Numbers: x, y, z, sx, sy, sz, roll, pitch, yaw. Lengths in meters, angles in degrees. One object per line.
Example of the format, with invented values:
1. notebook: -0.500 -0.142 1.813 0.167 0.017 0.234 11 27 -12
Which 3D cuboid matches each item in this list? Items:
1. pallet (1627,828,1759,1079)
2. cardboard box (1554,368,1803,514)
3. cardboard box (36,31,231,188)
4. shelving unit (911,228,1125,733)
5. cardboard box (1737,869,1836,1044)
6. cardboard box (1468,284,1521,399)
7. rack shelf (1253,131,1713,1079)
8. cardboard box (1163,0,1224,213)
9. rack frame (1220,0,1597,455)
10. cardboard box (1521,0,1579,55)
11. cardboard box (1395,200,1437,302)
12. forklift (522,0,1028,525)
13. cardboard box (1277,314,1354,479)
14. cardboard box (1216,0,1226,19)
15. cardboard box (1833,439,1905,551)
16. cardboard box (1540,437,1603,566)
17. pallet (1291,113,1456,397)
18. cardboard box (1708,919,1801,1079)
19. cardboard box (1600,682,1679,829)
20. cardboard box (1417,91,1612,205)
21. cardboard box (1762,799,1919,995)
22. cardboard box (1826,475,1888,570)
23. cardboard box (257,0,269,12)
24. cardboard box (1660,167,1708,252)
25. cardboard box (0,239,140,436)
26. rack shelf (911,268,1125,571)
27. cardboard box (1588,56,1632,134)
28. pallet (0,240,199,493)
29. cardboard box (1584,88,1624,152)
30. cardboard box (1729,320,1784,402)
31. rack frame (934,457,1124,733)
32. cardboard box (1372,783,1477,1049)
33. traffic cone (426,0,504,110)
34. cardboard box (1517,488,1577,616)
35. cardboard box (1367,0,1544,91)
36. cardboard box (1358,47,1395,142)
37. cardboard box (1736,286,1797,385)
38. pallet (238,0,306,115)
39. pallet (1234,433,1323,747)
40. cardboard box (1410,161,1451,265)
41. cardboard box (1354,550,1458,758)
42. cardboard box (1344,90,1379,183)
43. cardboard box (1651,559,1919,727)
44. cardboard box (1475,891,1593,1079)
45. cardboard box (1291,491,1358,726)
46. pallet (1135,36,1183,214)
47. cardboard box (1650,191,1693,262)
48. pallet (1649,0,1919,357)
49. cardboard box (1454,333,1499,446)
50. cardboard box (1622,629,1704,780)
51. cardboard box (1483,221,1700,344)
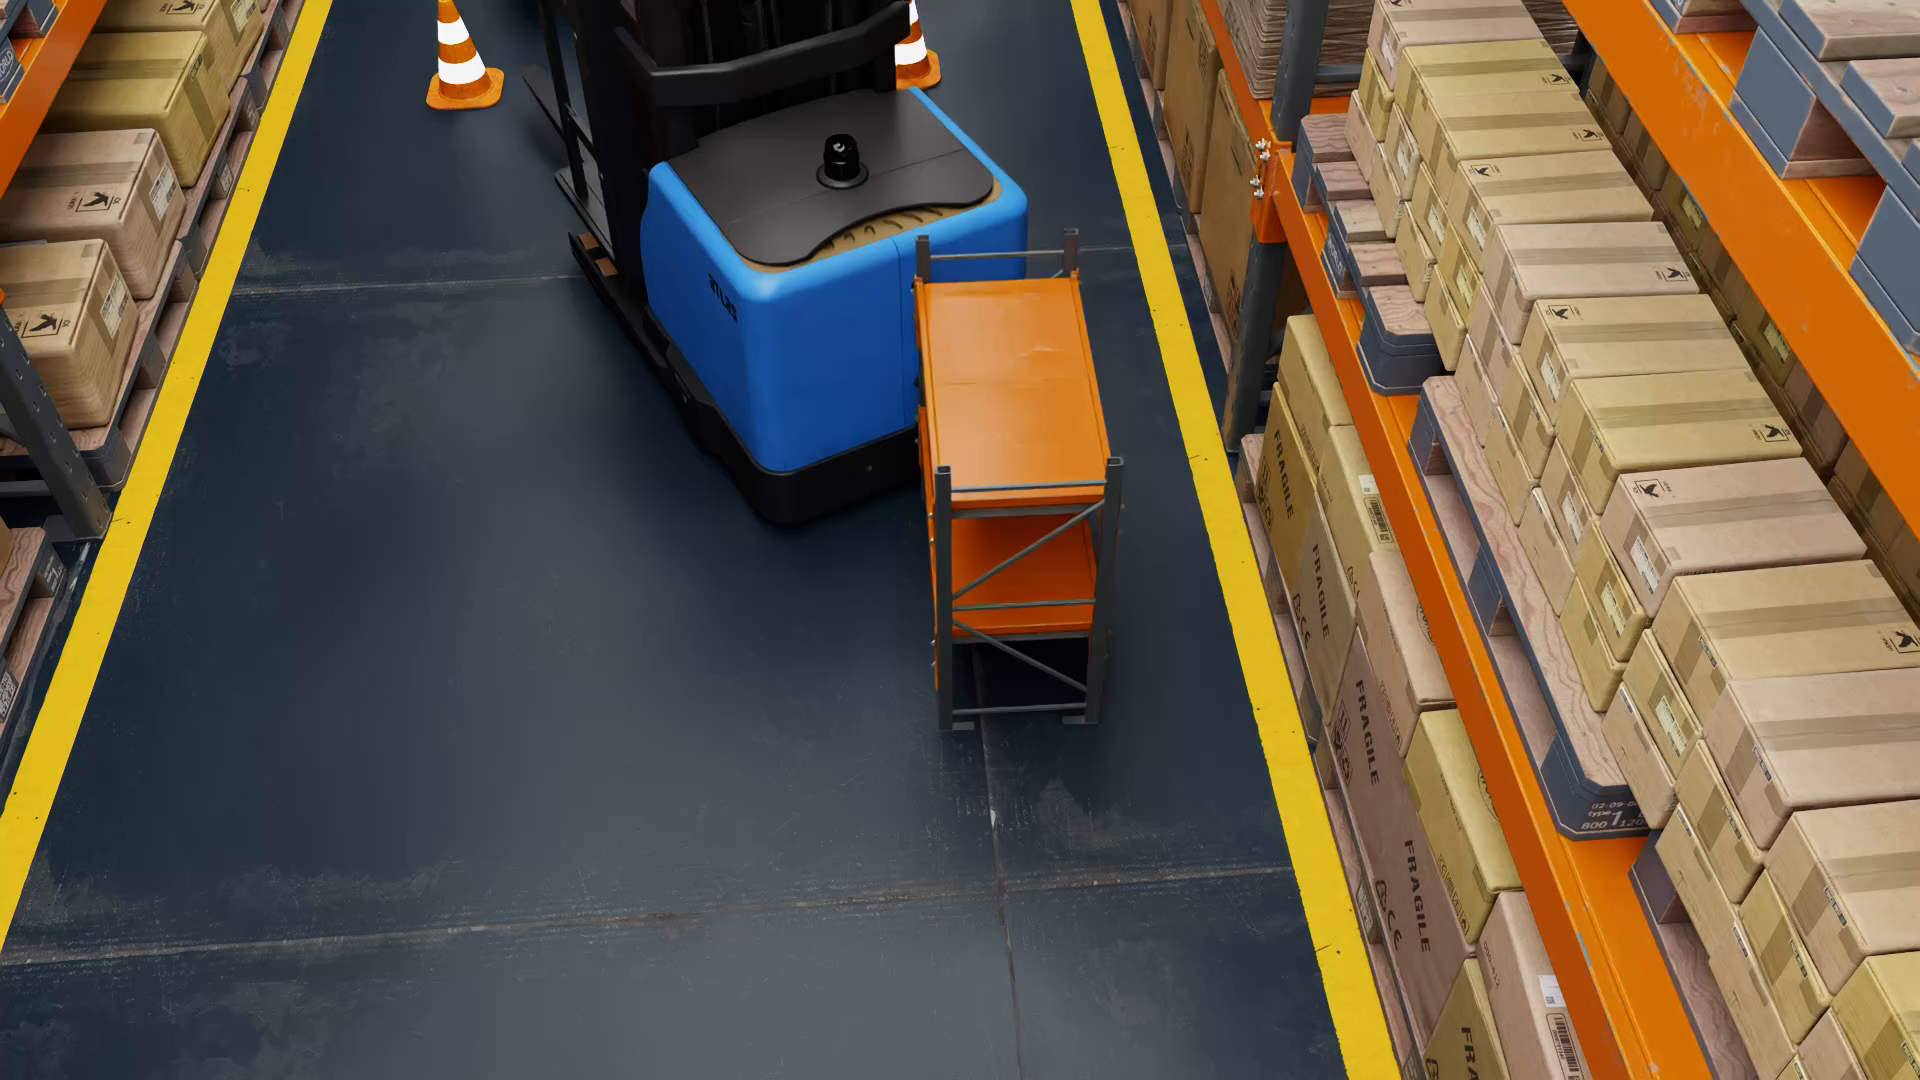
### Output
1. pallet: 1.880 0.982 2.886 1.003 0.211 1.213 -3 47 -3
2. cardboard box: 1.438 -0.201 3.349 0.380 0.149 0.250 -4 47 -4
3. cardboard box: -3.626 -1.775 6.886 0.950 0.372 0.625 -2 47 -2
4. shelving unit: 0.148 -0.178 5.144 0.538 1.125 1.048 -3 47 -3
5. cardboard box: 1.527 0.671 2.727 0.380 0.149 0.250 -2 47 -2
6. cardboard box: 1.396 -0.463 3.801 0.380 0.149 0.250 -3 47 -3
7. rack shelf: 1.631 0.278 3.916 1.077 0.370 4.000 -3 47 -3
8. cardboard box: 1.426 -1.865 6.711 1.050 0.750 0.750 -3 47 -3
9. rack frame: 1.464 -1.416 5.025 1.000 3.000 0.127 -3 47 -3
10. cardboard box: 1.695 -1.792 5.312 0.500 0.500 0.500 -3 47 -3
11. cardboard box: 1.345 -0.749 4.277 0.380 0.149 0.250 -1 47 -1
12. forklift: -0.925 -2.126 5.745 1.130 2.935 3.031 -22 50 -20
13. cardboard box: 1.280 -0.445 5.022 0.500 0.250 0.500 -5 47 -5
14. cardboard box: 1.118 -2.121 5.624 0.500 0.500 0.500 -3 47 -3
15. cardboard box: 2.091 -0.127 3.483 0.380 0.149 0.250 -4 47 -4
16. cardboard box: 1.440 -0.088 3.446 0.380 0.149 0.250 -2 47 -2
17. pallet: 1.629 -0.841 4.613 1.213 0.211 1.003 -3 47 -3
18. cardboard box: 1.527 0.776 2.833 0.380 0.149 0.250 -4 47 -3
19. cardboard box: 1.477 0.394 3.195 0.380 0.149 0.250 -5 47 -5
20. cardboard box: 1.351 -0.961 4.068 0.380 0.149 0.250 -4 47 -4
21. cardboard box: 1.527 0.555 2.632 0.380 0.149 0.250 -5 47 -5
22. cardboard box: 2.091 -0.020 3.587 0.380 0.149 0.250 -5 47 -5
23. cardboard box: -3.749 -2.798 7.854 0.950 0.372 0.625 -3 47 -3
24. cardboard box: 2.007 -0.864 4.181 0.380 0.149 0.250 -2 47 -2
25. cardboard box: -3.498 -0.693 5.861 0.950 0.372 0.625 -6 47 -6
26. rack shelf: 0.148 -0.380 4.932 0.538 0.278 1.000 -3 47 -3
27. cardboard box: 1.959 -1.247 4.544 0.380 0.149 0.250 -3 47 -2
28. pallet: -3.524 -0.649 6.219 1.003 0.211 1.213 -3 47 -3
29. cardboard box: 1.963 -1.145 4.653 0.380 0.149 0.250 -3 47 -3
30. cardboard box: 2.045 -0.404 3.951 0.380 0.149 0.250 -5 47 -5
31. rack frame: 0.183 0.190 4.796 0.500 1.125 0.032 -3 47 -3
32. cardboard box: 1.404 0.930 4.236 0.500 0.500 0.500 -4 47 -4
33. traffic cone: -2.296 -2.252 7.564 0.336 0.463 0.334 -3 47 -3
34. cardboard box: 1.433 0.009 3.559 0.380 0.149 0.250 -5 47 -5
35. cardboard box: 1.310 -1.330 4.417 0.380 0.149 0.250 -3 47 -3
36. cardboard box: 1.304 -1.215 4.513 0.380 0.149 0.250 -2 47 -2
37. cardboard box: 2.046 -0.502 3.839 0.380 0.149 0.250 -4 47 -4
38. pallet: -3.729 -2.414 7.891 1.003 0.211 1.213 -3 47 -3
39. pallet: 1.528 0.108 5.502 1.003 0.211 1.213 -3 47 -3
40. cardboard box: 1.354 -0.826 4.145 0.380 0.149 0.250 -5 47 -5
41. cardboard box: 1.351 0.280 4.334 0.500 0.250 0.500 -3 47 -3
42. cardboard box: 1.300 -1.138 4.646 0.380 0.149 0.250 -4 47 -4
43. cardboard box: 1.488 0.187 2.981 0.380 0.149 0.250 -5 47 -5
44. cardboard box: 1.454 1.039 3.616 0.500 0.250 0.500 -1 47 -1
45. cardboard box: 1.314 0.190 4.937 0.500 0.500 0.500 -3 47 -3
46. pallet: 1.374 -1.913 7.416 1.003 0.211 1.213 -3 47 -3
47. cardboard box: 2.004 -0.779 4.306 0.380 0.149 0.250 -3 47 -3
48. pallet: 1.763 -0.692 2.403 1.213 0.211 1.003 -3 47 -3
49. cardboard box: 1.394 -0.361 3.910 0.380 0.149 0.250 -2 47 -2
50. cardboard box: 1.480 0.285 3.093 0.380 0.149 0.250 -6 47 -5
51. cardboard box: 1.397 -0.573 3.701 0.380 0.149 0.250 -2 47 -1
